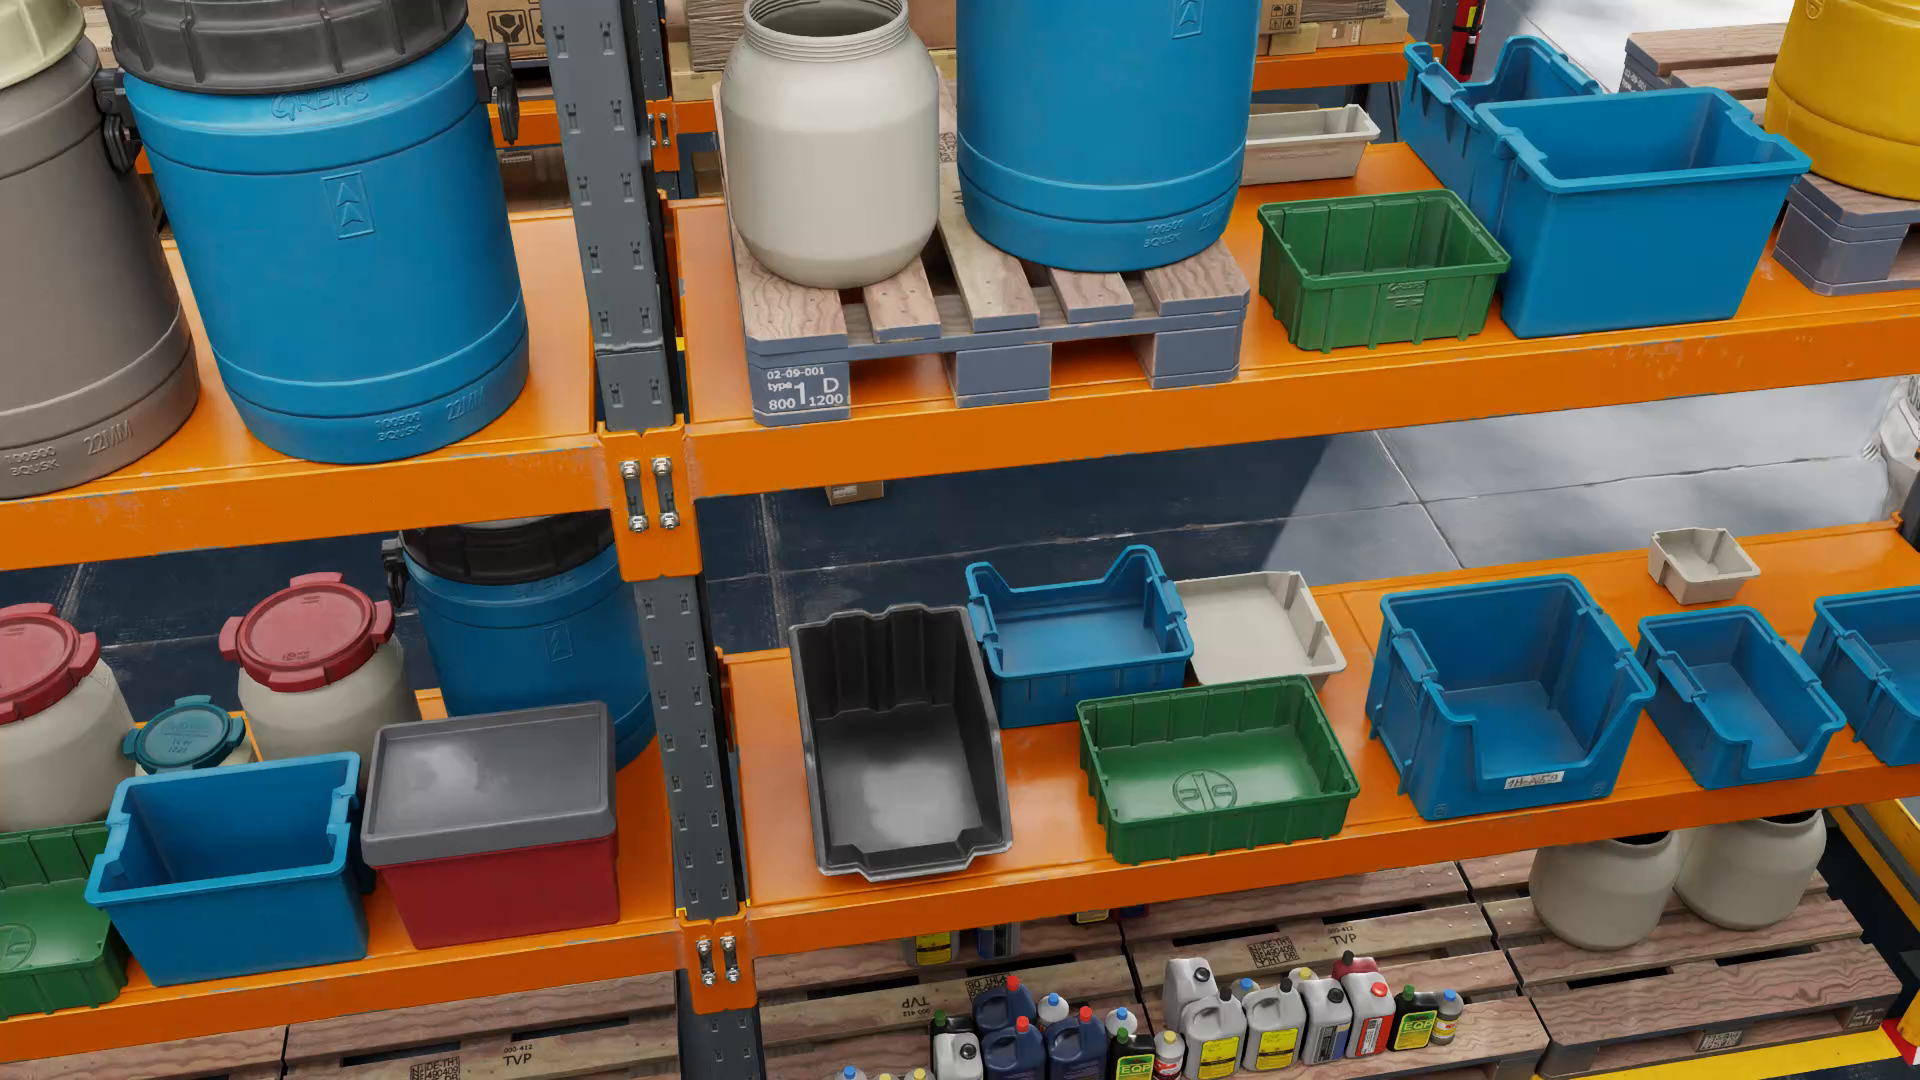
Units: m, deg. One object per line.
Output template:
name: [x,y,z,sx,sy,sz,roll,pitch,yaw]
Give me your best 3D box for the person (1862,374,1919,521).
person: [3.788,-0.346,6.562,0.912,1.634,0.511,4,39,5]
